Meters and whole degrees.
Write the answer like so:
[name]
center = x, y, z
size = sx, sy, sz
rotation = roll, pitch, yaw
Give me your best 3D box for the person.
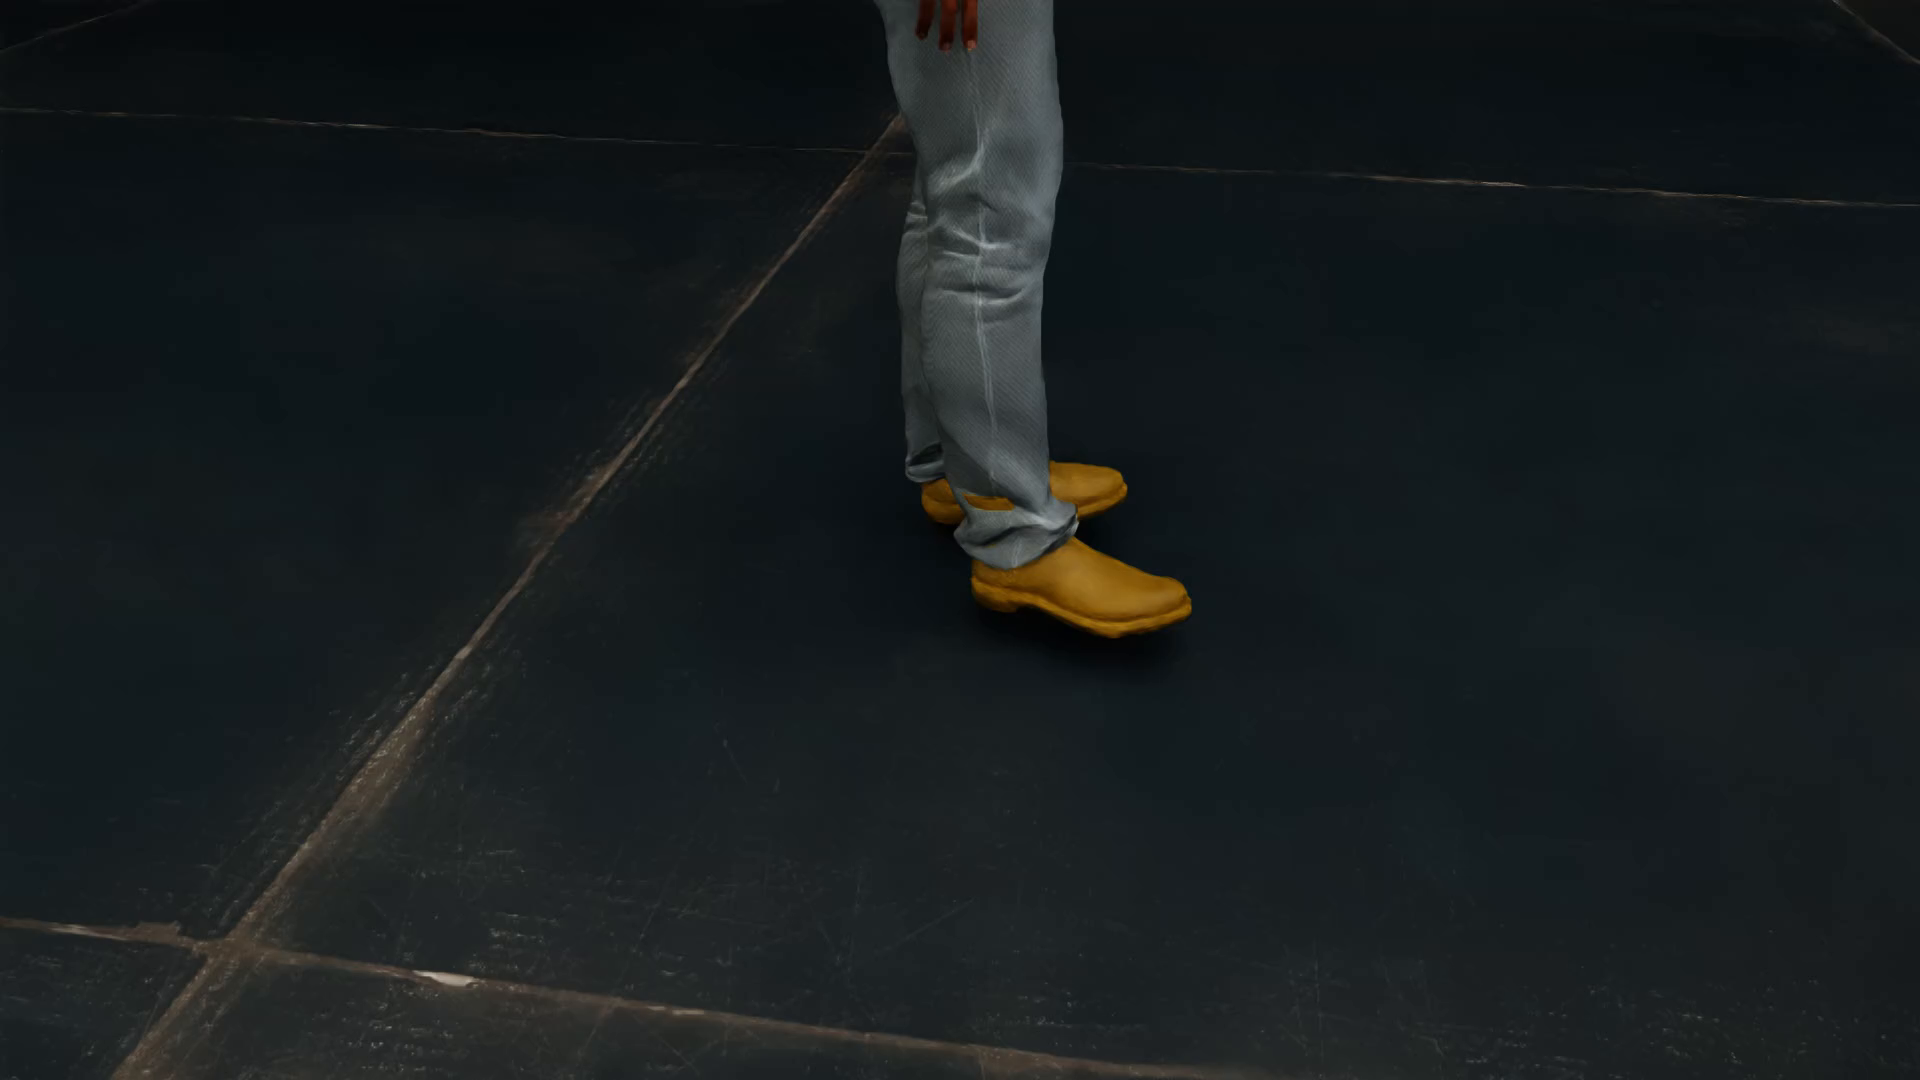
[person]
center = 0.068, -0.805, 2.034
size = 0.576, 1.766, 0.665
rotation = 5, 29, 9
